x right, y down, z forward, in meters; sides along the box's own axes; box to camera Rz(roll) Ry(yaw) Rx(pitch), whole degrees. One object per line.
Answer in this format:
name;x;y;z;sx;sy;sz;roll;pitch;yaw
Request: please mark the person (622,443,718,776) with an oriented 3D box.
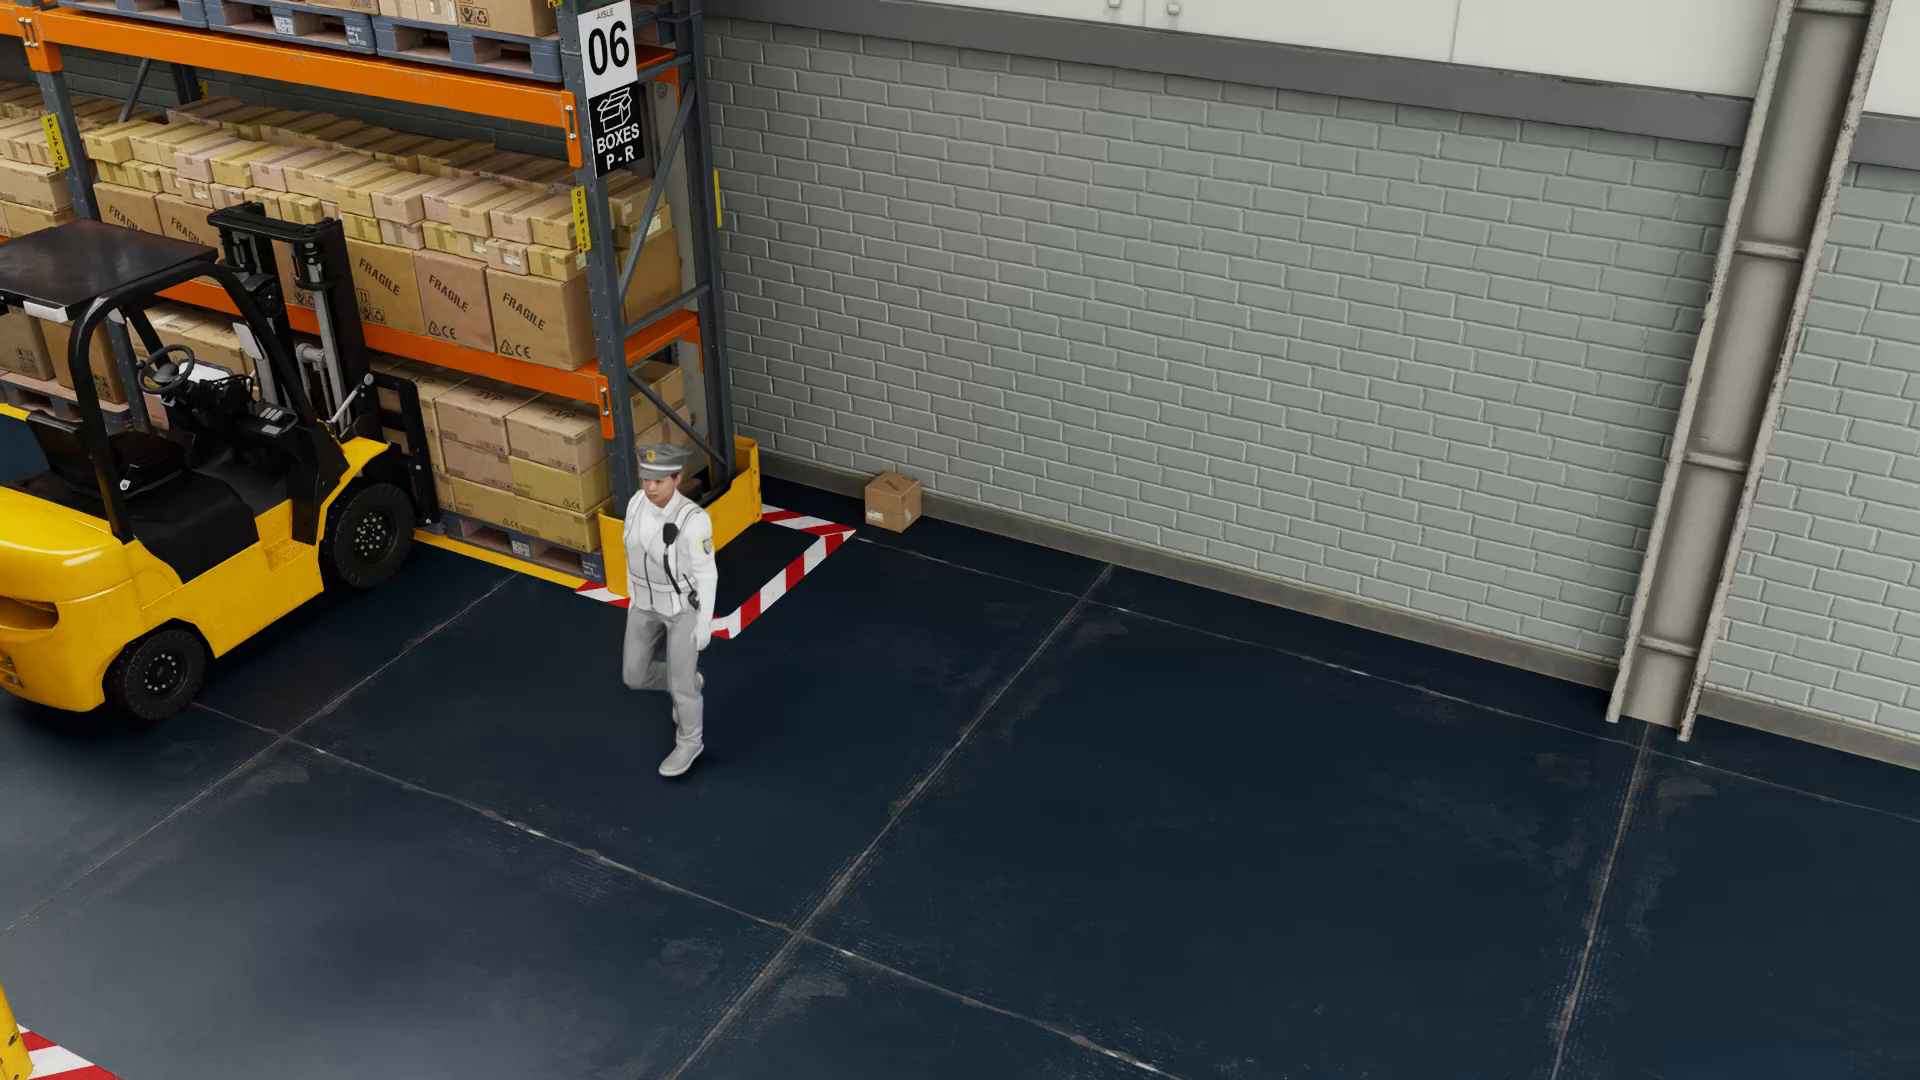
person;-1.324;0.294;7.697;0.498;1.682;0.482;15;33;24
